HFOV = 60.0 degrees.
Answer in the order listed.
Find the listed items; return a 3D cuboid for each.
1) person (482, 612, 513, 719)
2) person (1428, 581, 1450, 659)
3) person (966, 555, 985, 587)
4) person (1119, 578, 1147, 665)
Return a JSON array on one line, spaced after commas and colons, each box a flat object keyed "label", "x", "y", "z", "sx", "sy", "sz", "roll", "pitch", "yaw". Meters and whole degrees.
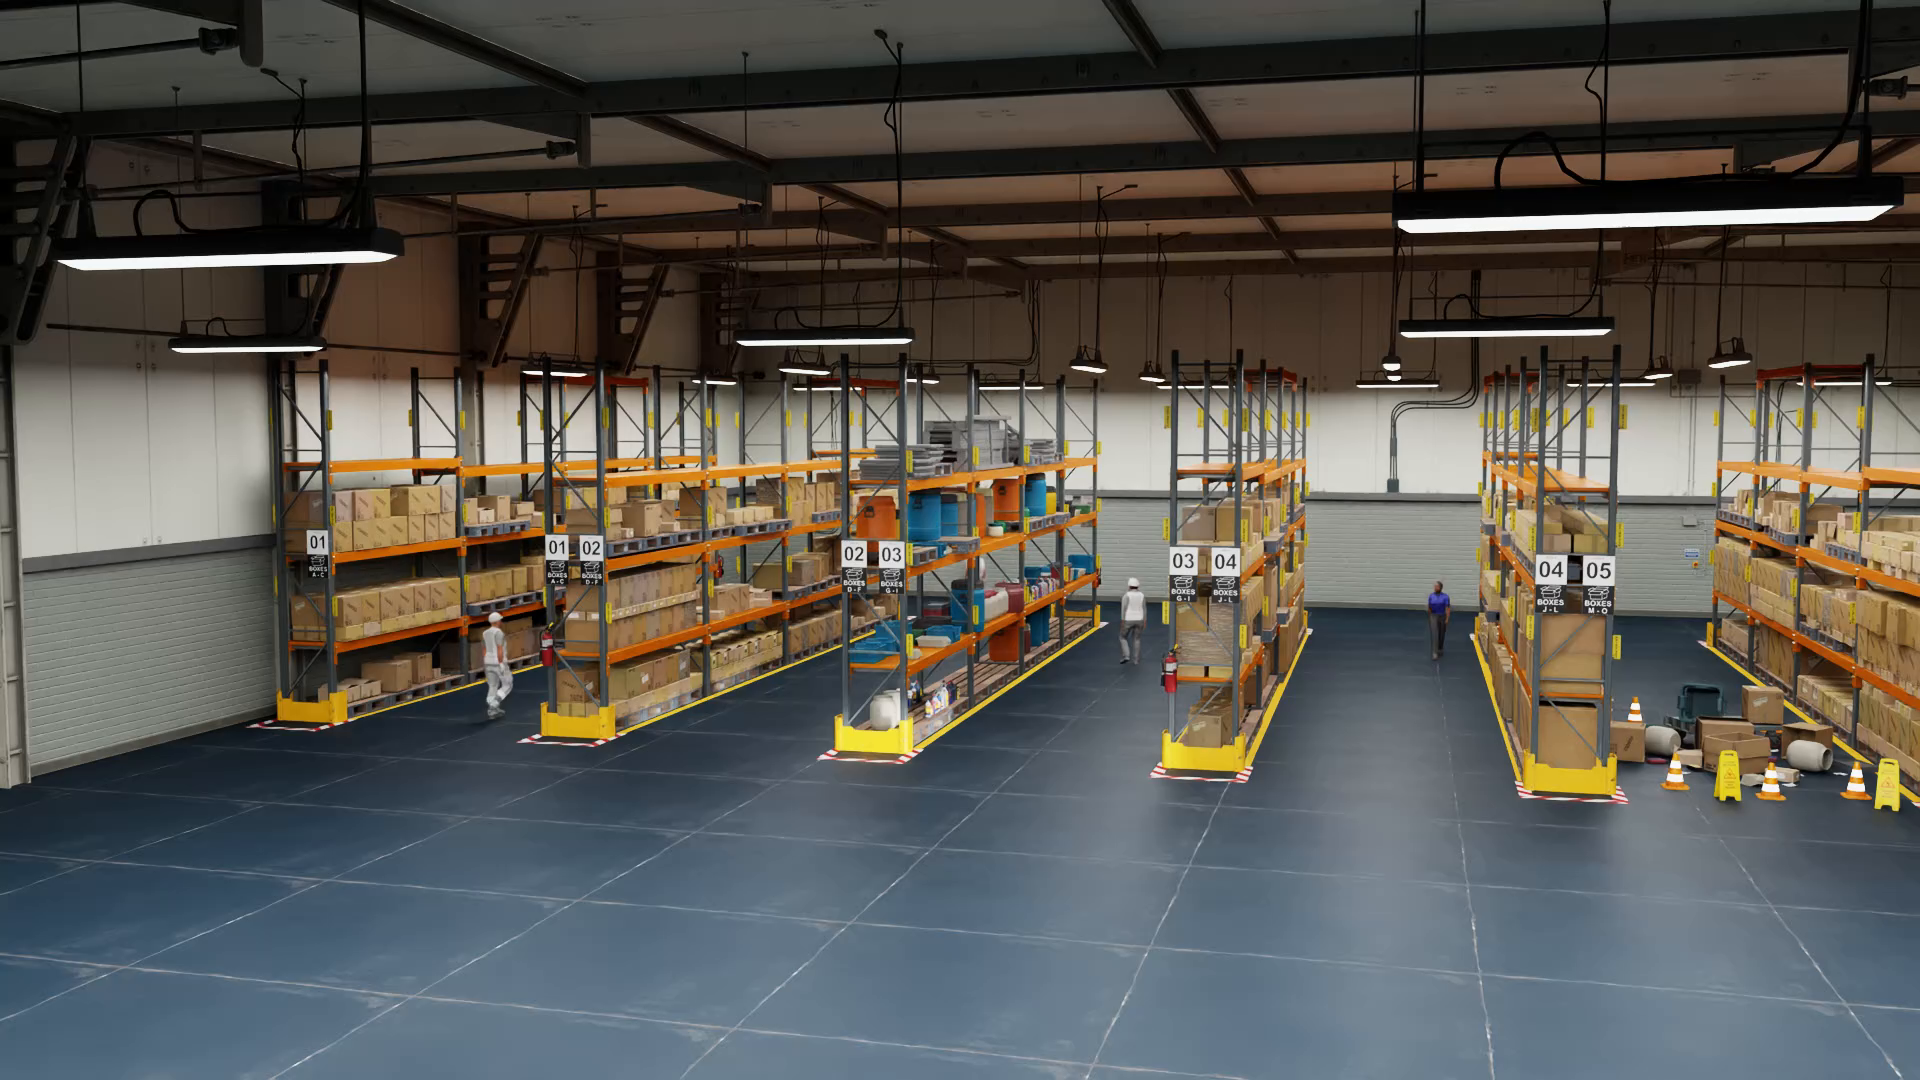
[{"label": "person", "x": -7.815, "y": 2.104, "z": 27.879, "sx": 0.579, "sy": 1.781, "sz": 0.526, "roll": 2, "pitch": 5, "yaw": 26}, {"label": "person", "x": 10.097, "y": 1.665, "z": 35.034, "sx": 0.442, "sy": 1.591, "sz": 1.035, "roll": 1, "pitch": 4, "yaw": 14}, {"label": "person", "x": 0.408, "y": 1.049, "z": 43.095, "sx": 1.141, "sy": 1.725, "sz": 0.522, "roll": 3, "pitch": 5, "yaw": 34}, {"label": "person", "x": 3.554, "y": 1.666, "z": 34.166, "sx": 0.569, "sy": 1.788, "sz": 0.397, "roll": -1, "pitch": 4, "yaw": -15}]
